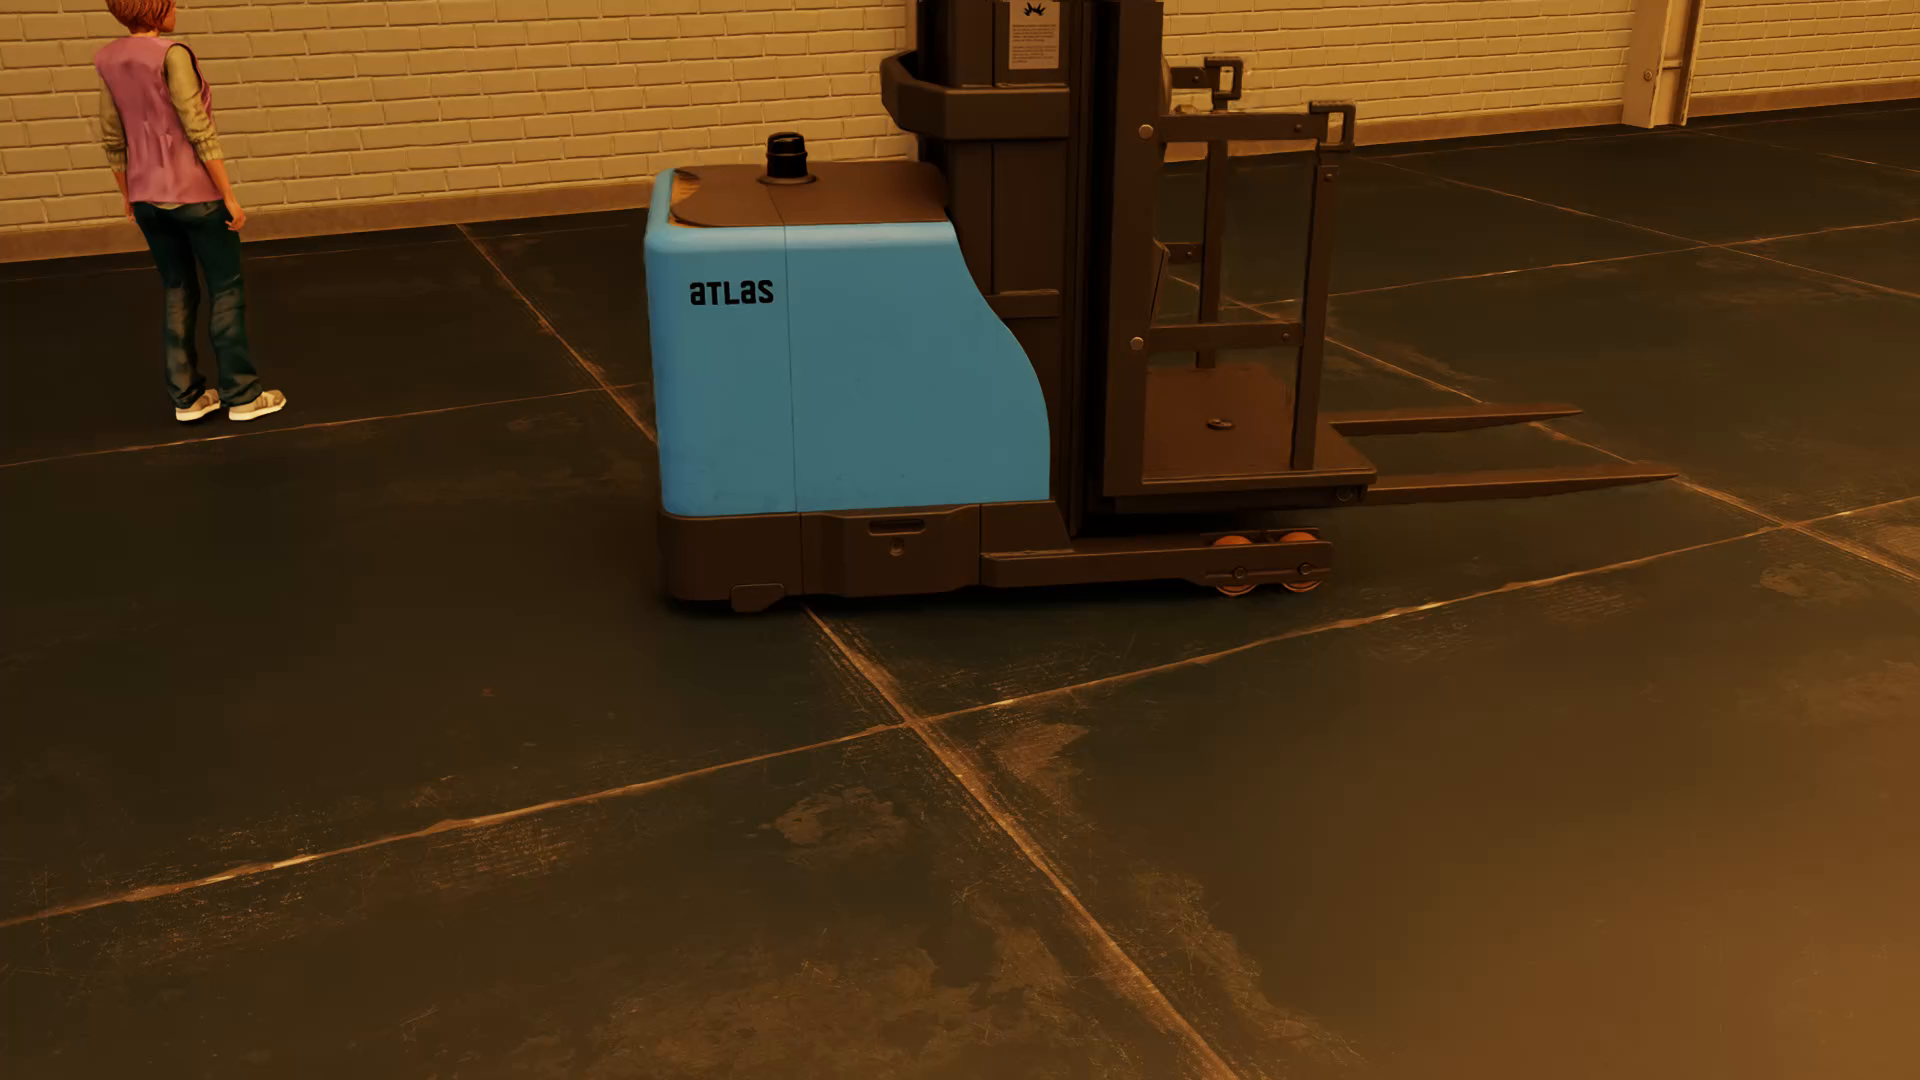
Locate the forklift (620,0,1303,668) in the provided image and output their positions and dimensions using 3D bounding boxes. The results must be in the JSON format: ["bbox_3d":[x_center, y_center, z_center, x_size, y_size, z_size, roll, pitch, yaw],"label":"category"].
[{"bbox_3d":[0.294,-1.553,5.025,1.130,2.935,3.031,13,26,28],"label":"forklift"}]

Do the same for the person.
[{"bbox_3d":[-2.768,-1.198,5.925,0.405,1.588,0.318,5,23,13],"label":"person"}]
